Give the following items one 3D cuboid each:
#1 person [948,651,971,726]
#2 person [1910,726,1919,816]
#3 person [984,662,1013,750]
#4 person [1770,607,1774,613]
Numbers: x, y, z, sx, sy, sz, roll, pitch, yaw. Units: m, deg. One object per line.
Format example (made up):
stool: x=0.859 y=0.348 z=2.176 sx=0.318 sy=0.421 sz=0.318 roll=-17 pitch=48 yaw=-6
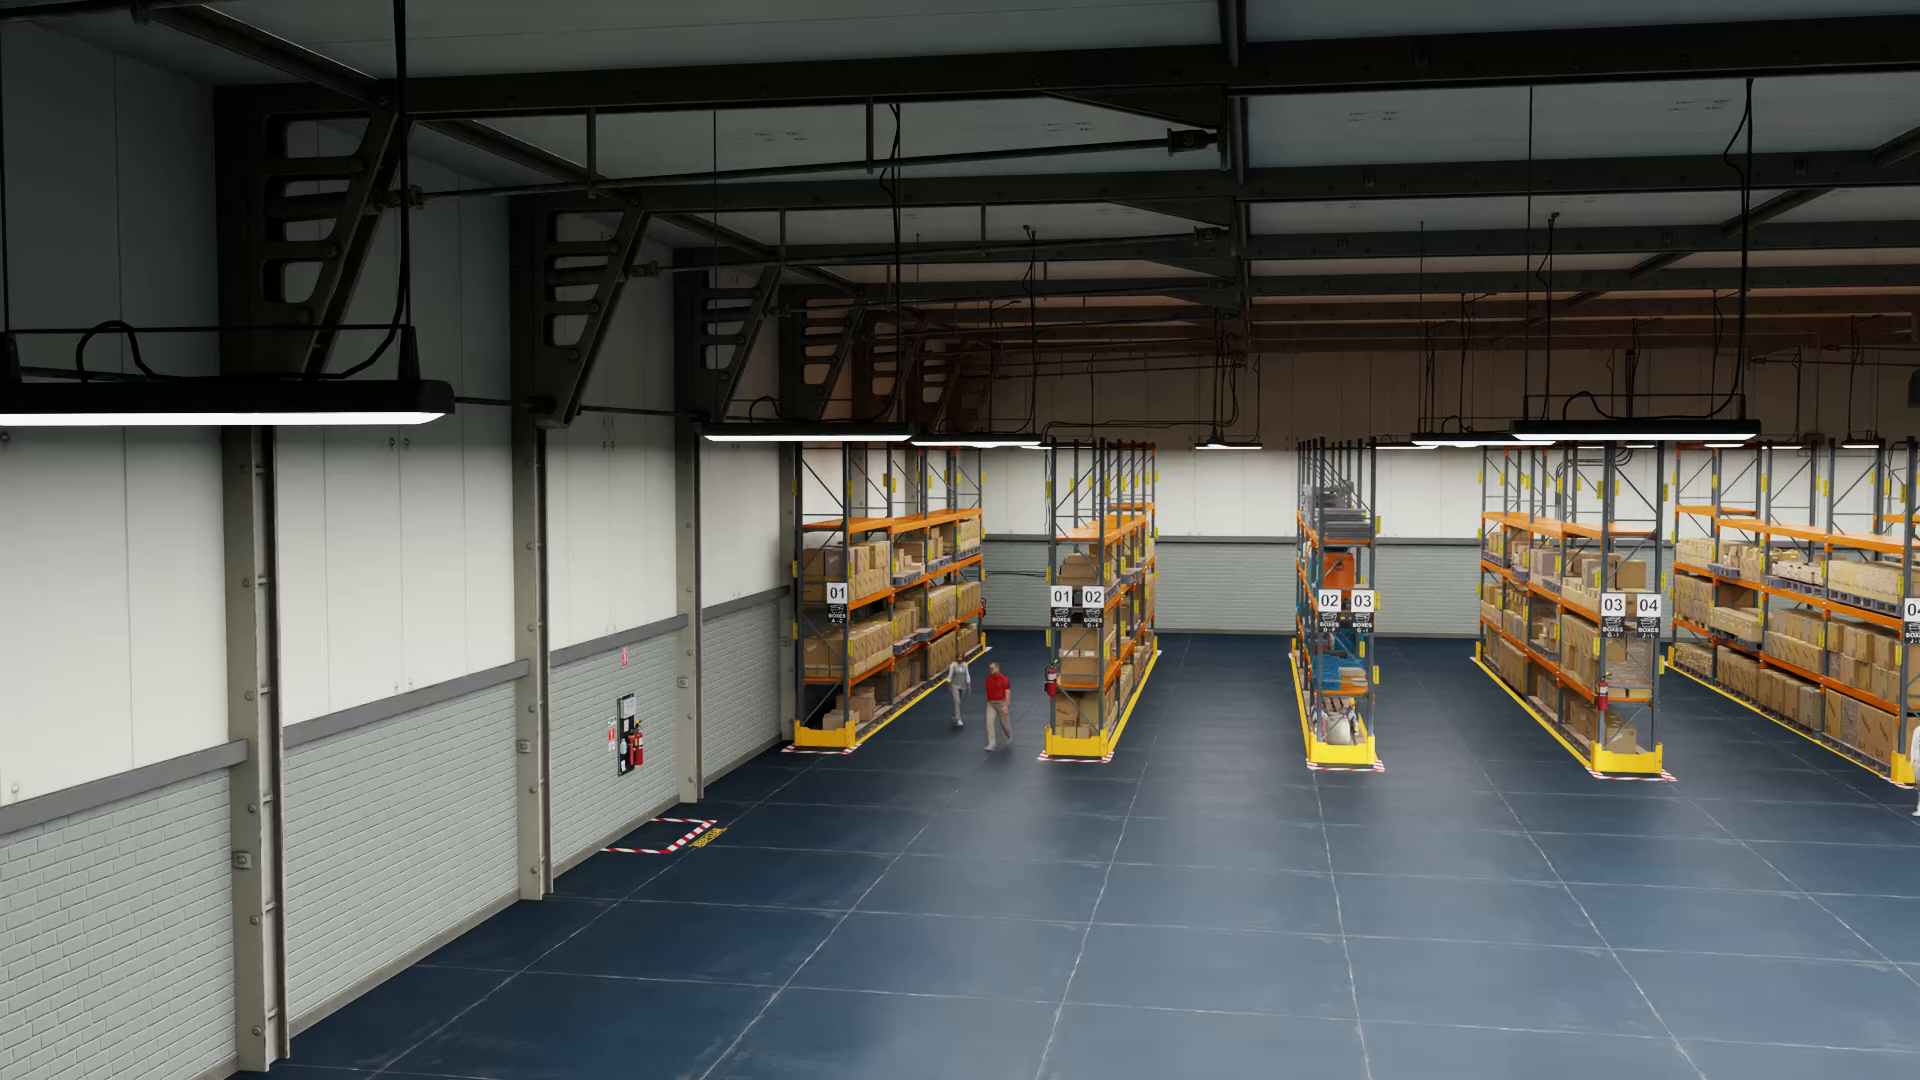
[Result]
person: x=-0.025 y=3.091 z=34.812 sx=0.463 sy=1.530 sz=0.999 roll=-2 pitch=3 yaw=-28
person: x=15.275 y=3.489 z=26.235 sx=0.818 sy=1.652 sz=0.514 roll=-1 pitch=3 yaw=-24
person: x=0.742 y=3.189 z=32.073 sx=0.548 sy=1.672 sz=1.028 roll=1 pitch=3 yaw=26
person: x=21.254 y=2.612 z=43.253 sx=0.473 sy=1.710 sz=0.520 roll=0 pitch=3 yaw=-7
